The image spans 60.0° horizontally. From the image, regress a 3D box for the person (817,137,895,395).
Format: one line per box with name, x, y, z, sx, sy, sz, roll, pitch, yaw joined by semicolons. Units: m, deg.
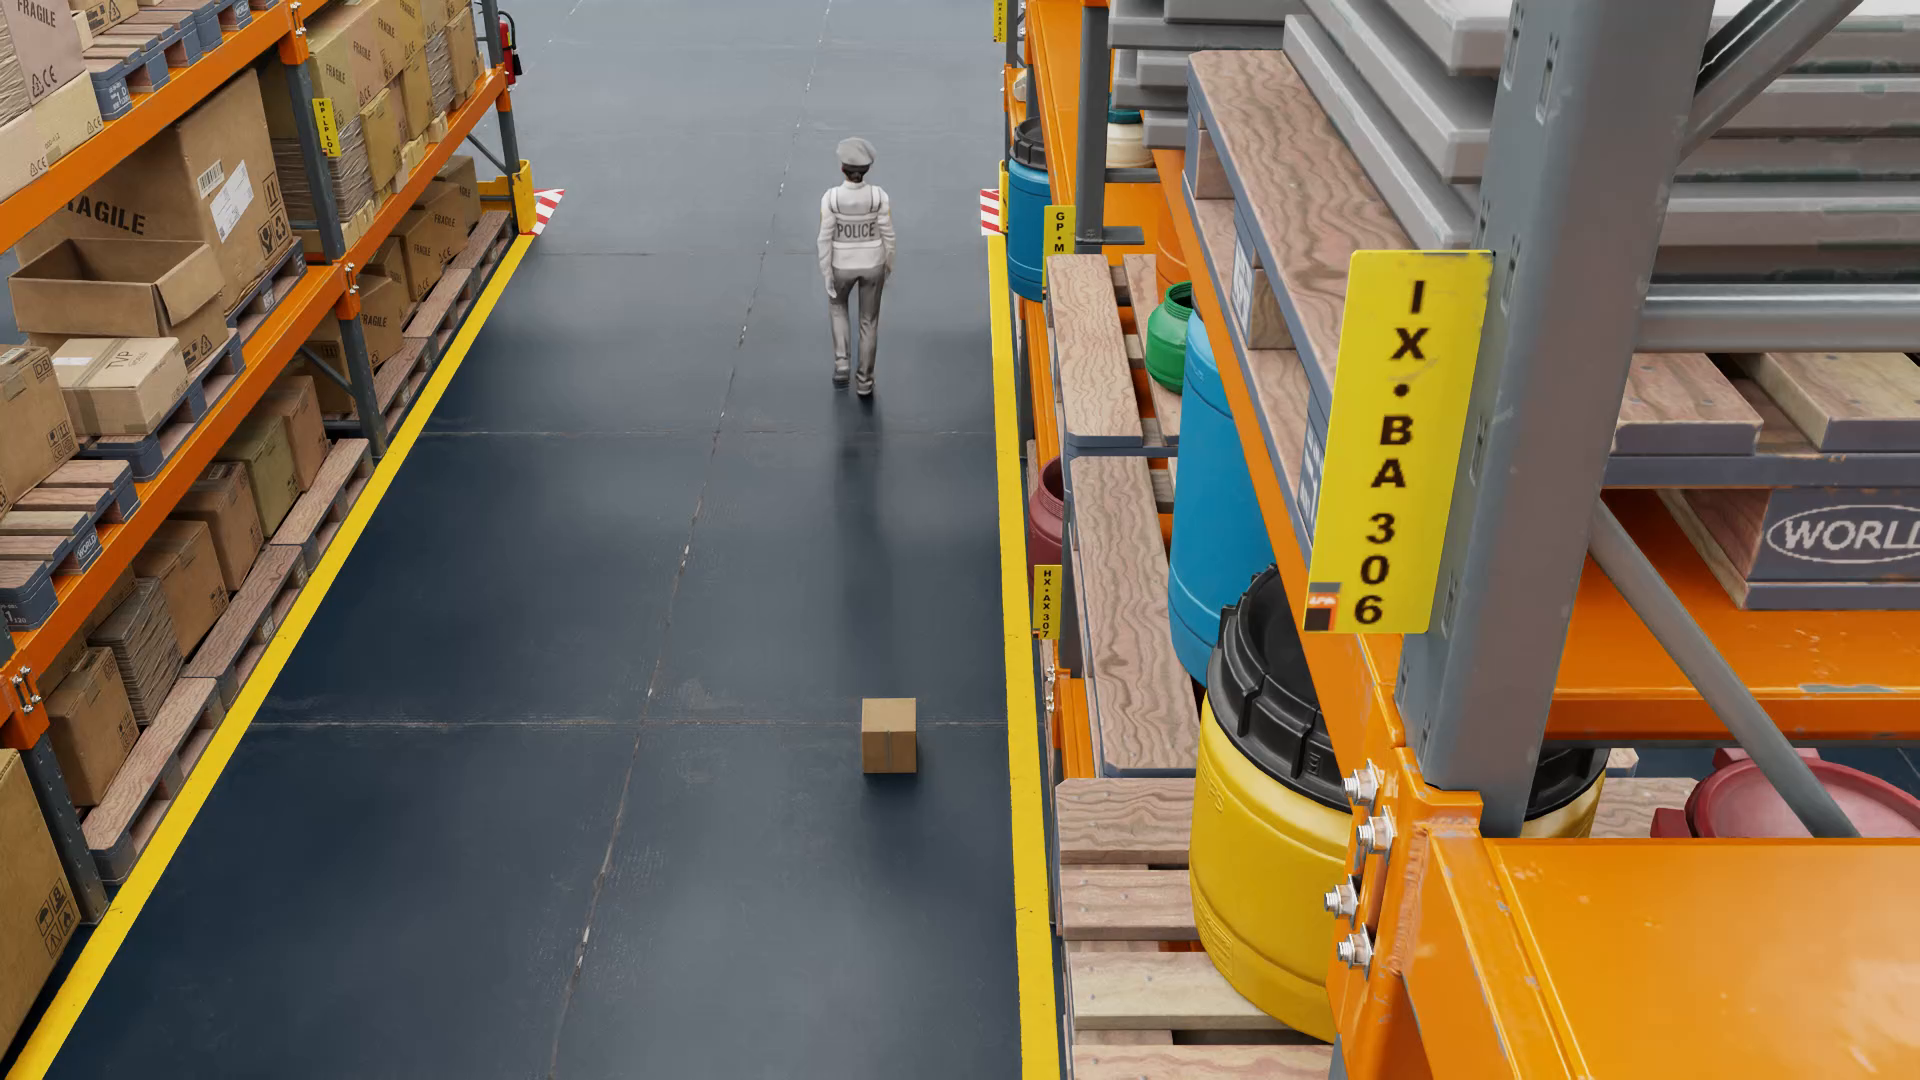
person;-0.663;-1.750;10.740;0.497;1.731;0.472;-2;32;-3
